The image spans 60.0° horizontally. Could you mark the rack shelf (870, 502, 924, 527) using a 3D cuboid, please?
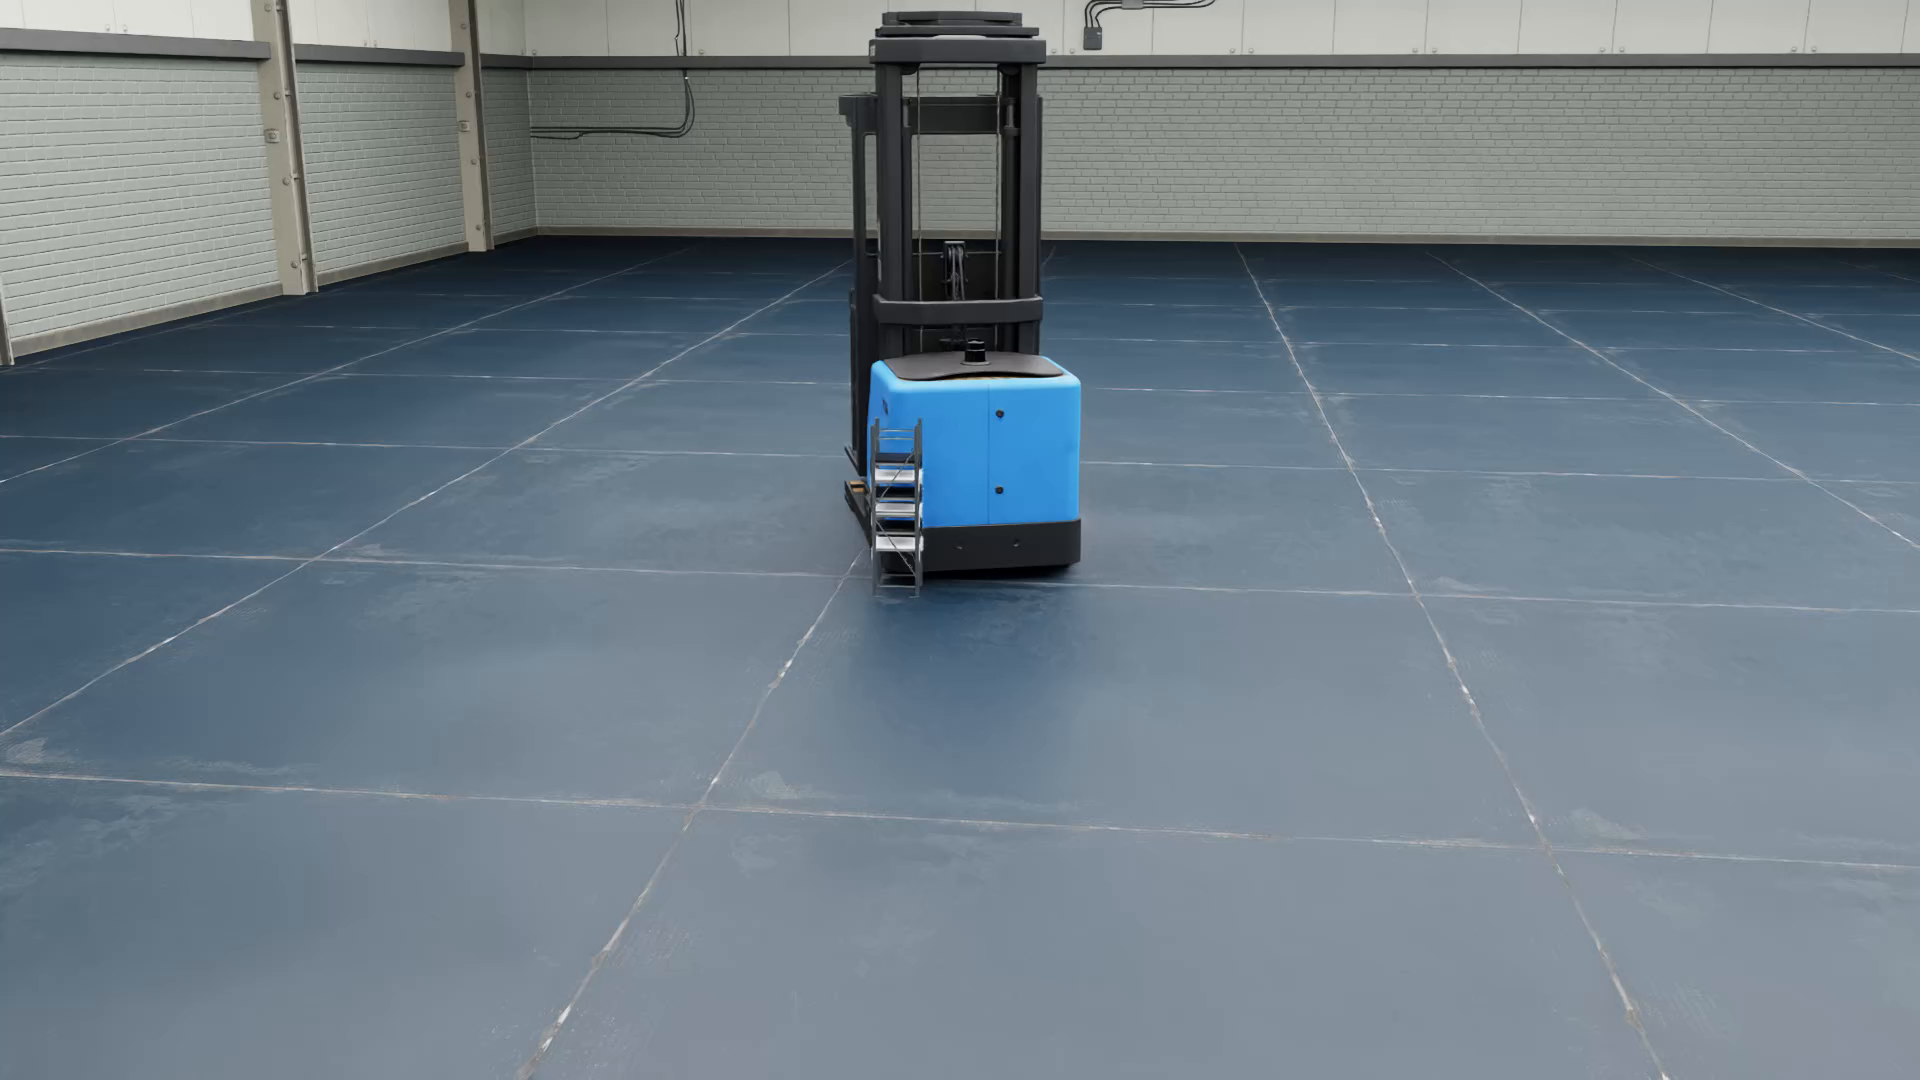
[{"bbox_3d":[-0.322,-0.131,8.550,0.258,0.077,0.200,1,15,4],"label":"rack shelf"}]

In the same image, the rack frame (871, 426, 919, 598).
[{"bbox_3d":[-0.329,-0.137,8.444,0.240,0.900,0.006,1,15,4],"label":"rack frame"}]

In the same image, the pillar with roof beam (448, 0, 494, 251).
[{"bbox_3d":[-3.565,-8.962,25.565,9.100,9.000,0.400,2,15,6],"label":"pillar with roof beam"}]

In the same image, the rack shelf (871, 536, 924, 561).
[{"bbox_3d":[-0.322,0.043,8.597,0.258,0.077,0.200,1,15,4],"label":"rack shelf"}]

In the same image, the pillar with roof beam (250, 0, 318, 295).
[{"bbox_3d":[-4.242,-7.406,19.810,9.100,9.000,0.400,2,15,6],"label":"pillar with roof beam"}]

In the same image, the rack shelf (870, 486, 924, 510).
[{"bbox_3d":[-0.322,-0.218,8.527,0.258,0.077,0.200,1,15,4],"label":"rack shelf"}]

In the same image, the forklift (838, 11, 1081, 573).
[{"bbox_3d":[-0.118,-1.582,9.898,1.130,2.935,3.031,-3,15,-10],"label":"forklift"}]

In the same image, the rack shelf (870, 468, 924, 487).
[{"bbox_3d":[-0.322,-0.305,8.503,0.258,0.077,0.200,1,15,4],"label":"rack shelf"}]

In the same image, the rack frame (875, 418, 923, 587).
[{"bbox_3d":[-0.315,-0.190,8.640,0.240,0.900,0.006,1,15,4],"label":"rack frame"}]

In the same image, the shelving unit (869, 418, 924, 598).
[{"bbox_3d":[-0.322,-0.163,8.542,0.258,0.900,0.210,1,15,4],"label":"shelving unit"}]

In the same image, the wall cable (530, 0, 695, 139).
[{"bbox_3d":[-6.196,-8.315,29.121,3.097,2.526,0.112,2,15,6],"label":"wall cable"}]

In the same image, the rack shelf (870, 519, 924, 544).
[{"bbox_3d":[-0.322,-0.044,8.574,0.258,0.077,0.200,1,15,4],"label":"rack shelf"}]

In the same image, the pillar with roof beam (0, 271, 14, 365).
[{"bbox_3d":[-4.919,-5.849,14.055,9.100,9.000,0.400,2,15,6],"label":"pillar with roof beam"}]

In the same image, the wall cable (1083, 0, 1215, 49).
[{"bbox_3d":[3.235,-11.172,27.223,2.305,6.003,0.169,2,15,6],"label":"wall cable"}]

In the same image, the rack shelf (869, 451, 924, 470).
[{"bbox_3d":[-0.322,-0.392,8.480,0.258,0.077,0.200,1,15,4],"label":"rack shelf"}]
